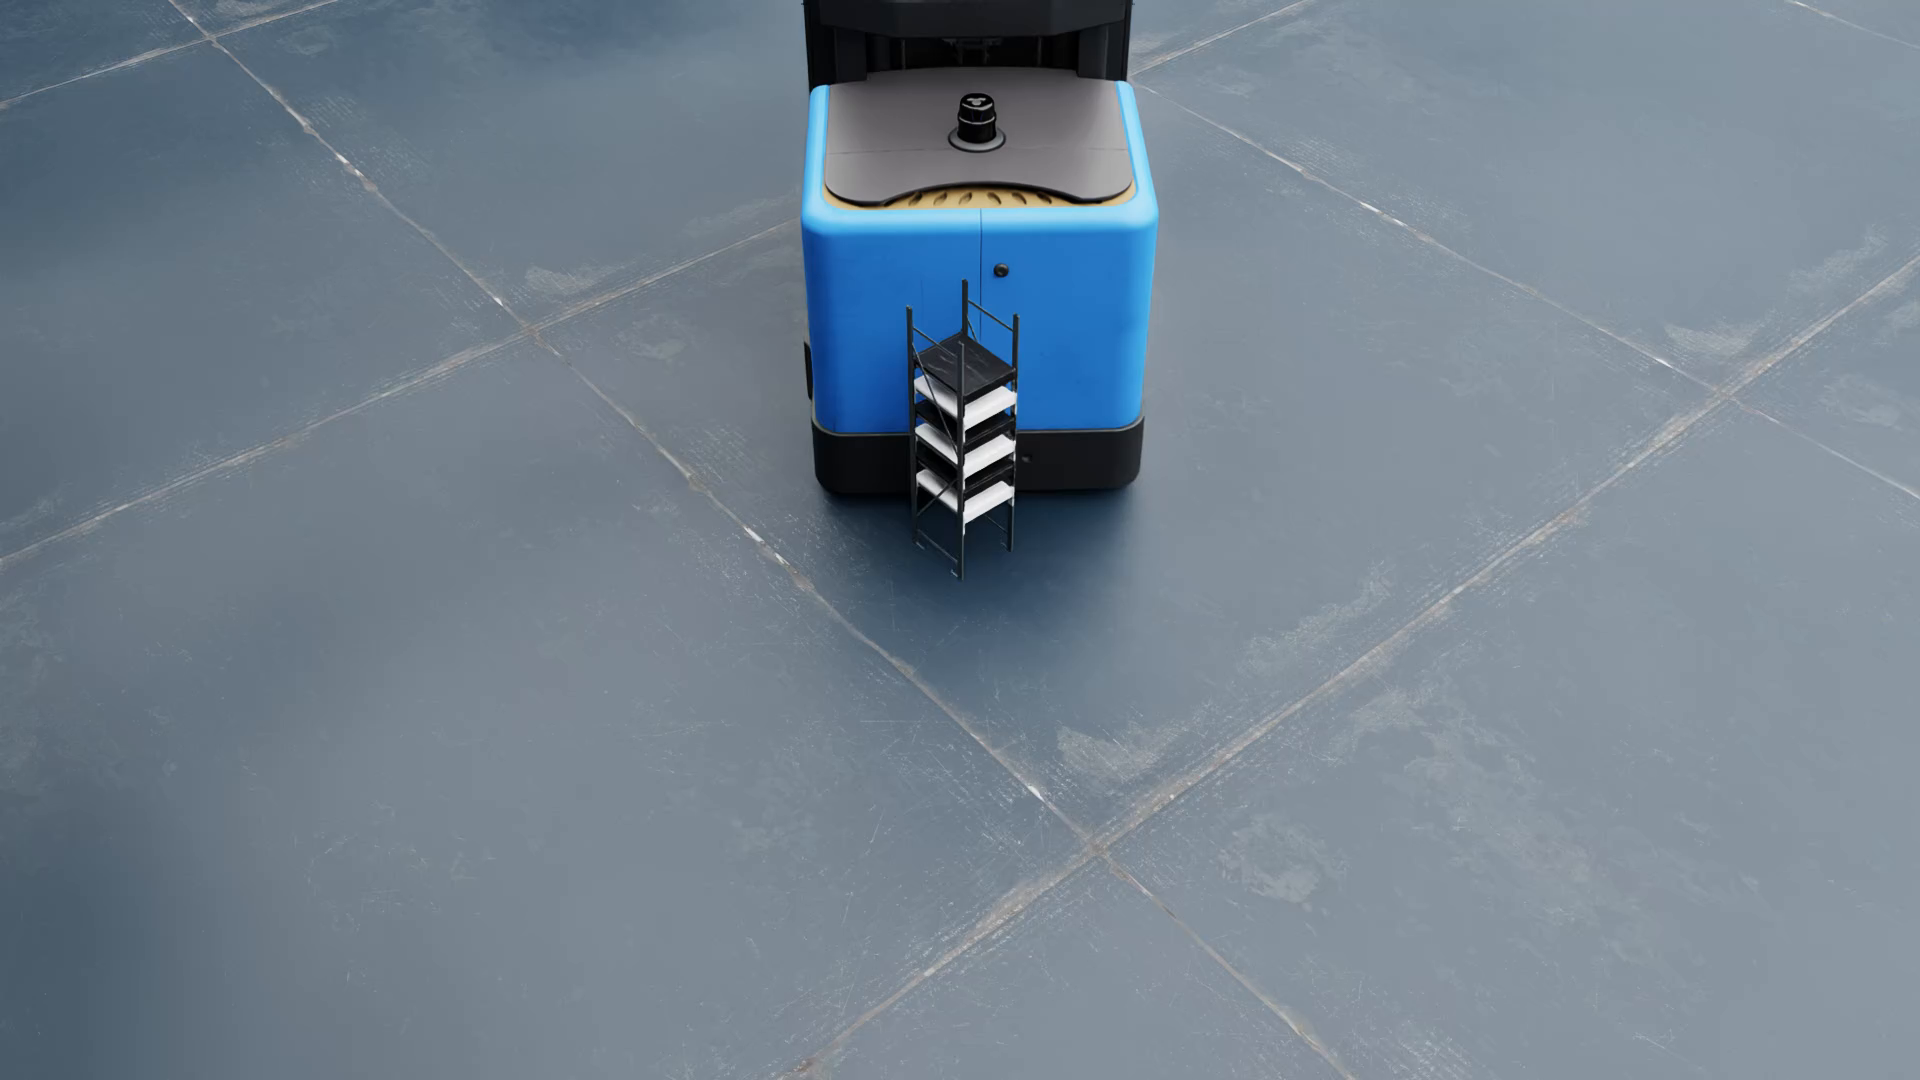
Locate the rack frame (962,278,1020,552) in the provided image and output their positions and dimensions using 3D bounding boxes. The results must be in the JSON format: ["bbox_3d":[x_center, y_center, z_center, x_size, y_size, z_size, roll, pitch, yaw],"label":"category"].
[{"bbox_3d":[0.085,-0.353,4.968,0.006,0.900,0.240,-30,51,-28],"label":"rack frame"}]

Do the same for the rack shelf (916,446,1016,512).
[{"bbox_3d":[0.008,-0.218,5.004,0.200,0.077,0.258,-30,51,-28],"label":"rack shelf"}]

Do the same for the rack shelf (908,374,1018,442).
[{"bbox_3d":[0.008,-0.414,4.820,0.200,0.077,0.258,-30,51,-28],"label":"rack shelf"}]

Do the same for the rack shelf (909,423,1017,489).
[{"bbox_3d":[0.008,-0.283,4.943,0.200,0.077,0.258,-30,51,-28],"label":"rack shelf"}]

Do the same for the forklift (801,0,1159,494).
[{"bbox_3d":[0.018,-2.208,5.460,1.130,2.935,3.031,-1,43,-1],"label":"forklift"}]

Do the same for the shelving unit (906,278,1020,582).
[{"bbox_3d":[0.008,-0.307,4.920,0.210,0.900,0.258,-30,51,-28],"label":"shelving unit"}]

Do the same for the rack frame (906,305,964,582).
[{"bbox_3d":[-0.070,-0.262,4.872,0.006,0.900,0.240,-30,51,-28],"label":"rack frame"}]

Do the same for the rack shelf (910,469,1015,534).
[{"bbox_3d":[0.008,-0.152,5.066,0.200,0.077,0.258,-30,51,-28],"label":"rack shelf"}]

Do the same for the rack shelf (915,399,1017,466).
[{"bbox_3d":[0.008,-0.349,4.881,0.200,0.077,0.258,-30,51,-28],"label":"rack shelf"}]

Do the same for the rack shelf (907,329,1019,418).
[{"bbox_3d":[0.008,-0.480,4.758,0.200,0.077,0.258,-30,51,-28],"label":"rack shelf"}]
